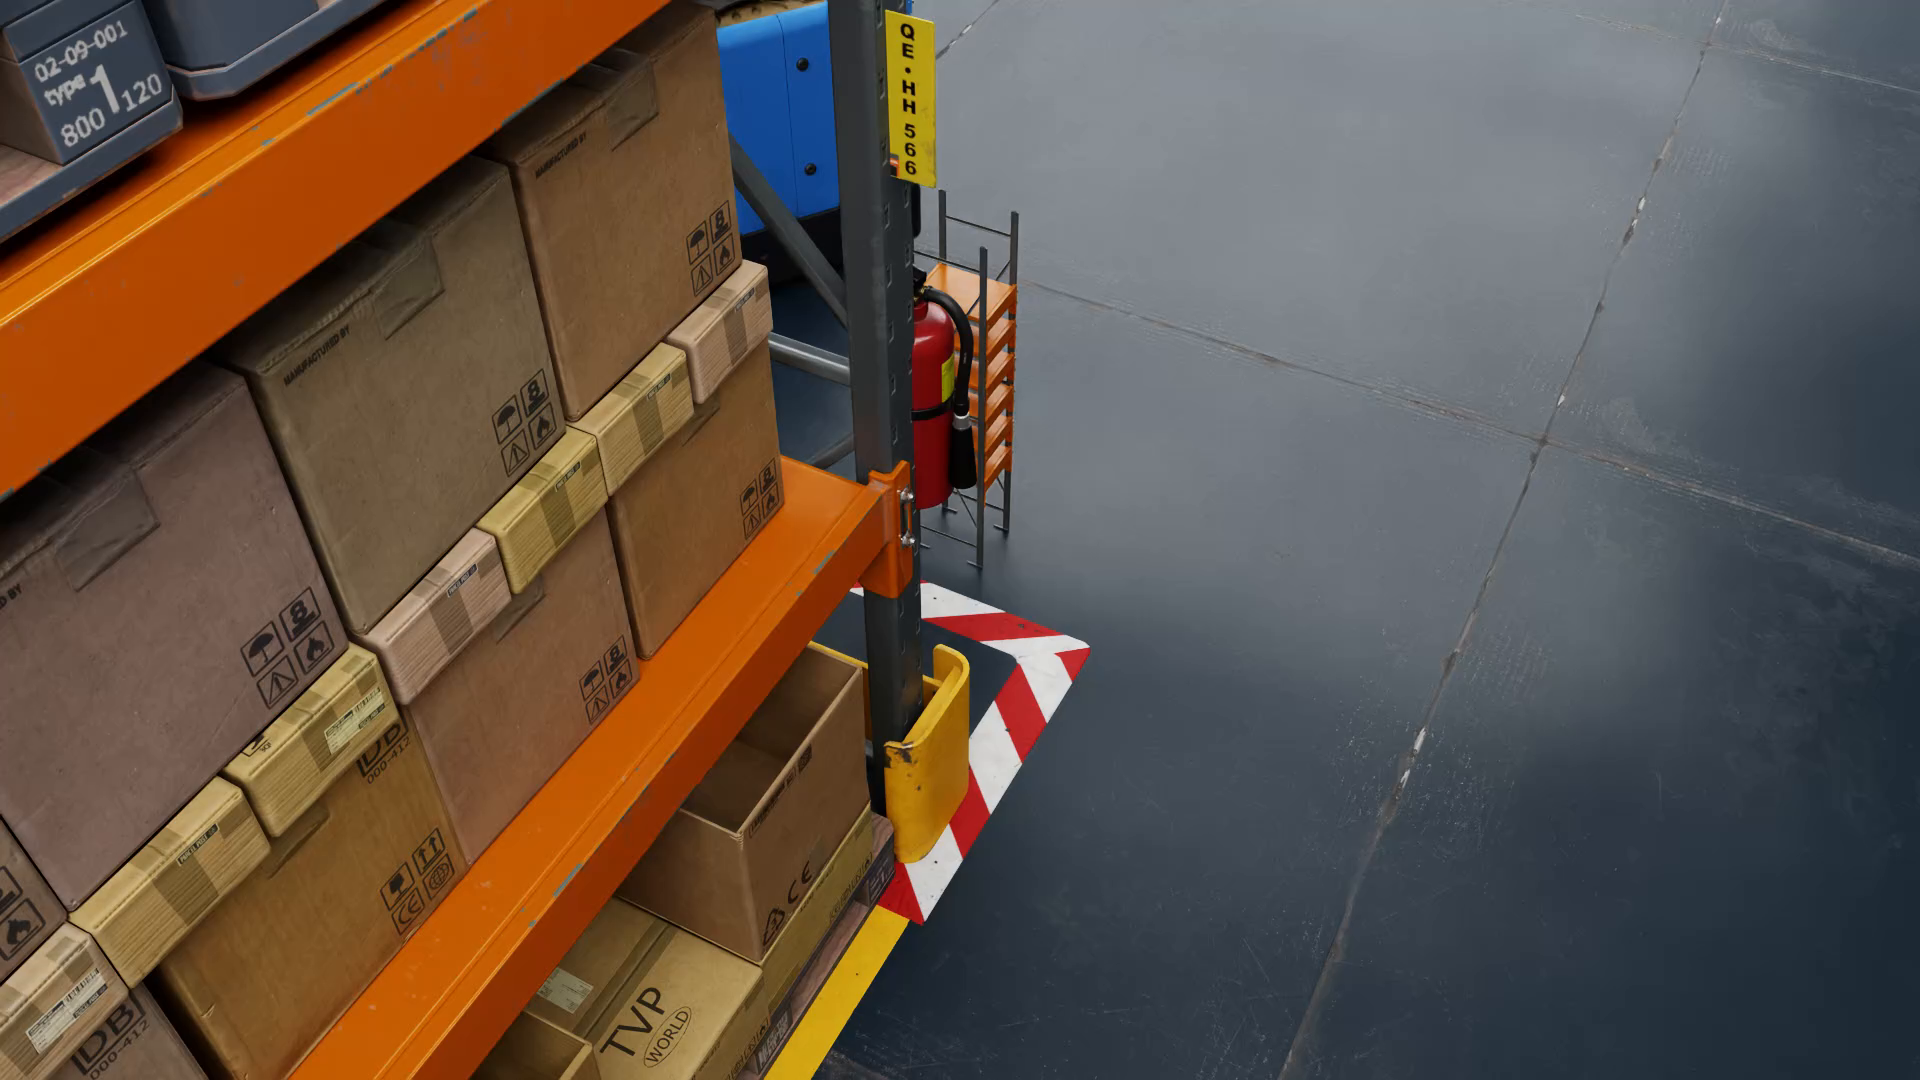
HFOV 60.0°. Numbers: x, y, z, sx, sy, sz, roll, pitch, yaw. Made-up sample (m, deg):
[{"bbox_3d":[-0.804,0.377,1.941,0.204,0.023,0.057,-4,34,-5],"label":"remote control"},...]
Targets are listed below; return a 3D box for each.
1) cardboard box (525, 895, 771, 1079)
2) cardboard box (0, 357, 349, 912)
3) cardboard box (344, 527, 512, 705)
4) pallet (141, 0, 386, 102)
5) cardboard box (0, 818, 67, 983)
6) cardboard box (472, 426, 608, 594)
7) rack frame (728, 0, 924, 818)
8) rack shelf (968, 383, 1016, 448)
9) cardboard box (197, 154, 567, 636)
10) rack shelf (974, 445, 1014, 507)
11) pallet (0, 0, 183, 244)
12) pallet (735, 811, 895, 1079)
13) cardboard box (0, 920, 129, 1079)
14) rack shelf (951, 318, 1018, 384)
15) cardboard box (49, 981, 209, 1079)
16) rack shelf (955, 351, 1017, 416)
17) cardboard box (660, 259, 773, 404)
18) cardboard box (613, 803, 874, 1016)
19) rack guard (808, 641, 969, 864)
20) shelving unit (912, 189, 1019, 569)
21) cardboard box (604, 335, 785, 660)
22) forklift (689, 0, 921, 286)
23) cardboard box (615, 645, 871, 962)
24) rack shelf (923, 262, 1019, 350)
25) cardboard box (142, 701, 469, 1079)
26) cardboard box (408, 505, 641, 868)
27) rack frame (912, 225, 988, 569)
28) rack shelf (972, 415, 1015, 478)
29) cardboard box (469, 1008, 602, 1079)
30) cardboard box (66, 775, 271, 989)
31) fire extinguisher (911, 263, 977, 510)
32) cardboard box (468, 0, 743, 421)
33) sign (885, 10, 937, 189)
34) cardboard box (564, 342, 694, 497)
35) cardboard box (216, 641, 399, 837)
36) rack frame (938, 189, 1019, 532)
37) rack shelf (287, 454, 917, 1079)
[{"bbox_3d":[-0.771,1.106,3.686,0.500,0.250,0.500,20,49,19],"label":"cardboard box"},{"bbox_3d":[-1.287,0.016,2.143,0.700,0.500,0.500,21,49,19],"label":"cardboard box"},{"bbox_3d":[-0.928,0.058,2.558,0.380,0.149,0.250,21,49,20],"label":"cardboard box"},{"bbox_3d":[-0.913,-1.054,2.135,1.003,0.211,1.213,20,49,19],"label":"pallet"},{"bbox_3d":[-1.520,0.331,1.831,0.700,0.500,0.500,20,49,19],"label":"cardboard box"},{"bbox_3d":[-0.809,-0.100,2.714,0.380,0.149,0.250,20,49,18],"label":"cardboard box"},{"bbox_3d":[-0.562,-0.467,3.603,1.000,3.000,0.127,20,49,19],"label":"rack frame"},{"bbox_3d":[0.007,-0.400,4.864,0.258,0.103,0.180,20,49,19],"label":"rack shelf"},{"bbox_3d":[-1.054,-0.302,2.457,0.700,0.500,0.500,19,48,18],"label":"cardboard box"},{"bbox_3d":[0.007,-0.231,5.035,0.258,0.103,0.180,20,49,19],"label":"rack shelf"},{"bbox_3d":[-1.478,-0.282,1.373,1.003,0.211,1.213,20,49,19],"label":"pallet"},{"bbox_3d":[-0.880,1.009,4.105,1.003,0.211,1.213,20,49,19],"label":"pallet"},{"bbox_3d":[-1.289,0.551,2.070,0.380,0.149,0.250,20,49,19],"label":"cardboard box"},{"bbox_3d":[0.007,-0.568,4.693,0.258,0.103,0.180,20,49,19],"label":"rack shelf"},{"bbox_3d":[-1.506,0.764,2.316,0.700,0.500,0.500,22,49,20],"label":"cardboard box"},{"bbox_3d":[0.007,-0.484,4.779,0.258,0.103,0.180,20,49,19],"label":"rack shelf"},{"bbox_3d":[-0.571,-0.427,3.036,0.380,0.149,0.250,20,49,18],"label":"cardboard box"},{"bbox_3d":[-0.549,0.787,4.001,0.500,0.250,0.500,20,49,19],"label":"cardboard box"},{"bbox_3d":[-0.551,0.396,4.507,1.175,0.500,0.348,20,49,19],"label":"rack guard"},{"bbox_3d":[0.007,-0.431,4.832,0.258,1.200,0.189,20,49,19],"label":"shelving unit"},{"bbox_3d":[-0.790,-0.212,3.281,0.700,0.500,0.500,20,49,19],"label":"cardboard box"},{"bbox_3d":[-1.287,-2.903,6.058,1.130,2.935,3.031,-21,49,-19],"label":"forklift"},{"bbox_3d":[-0.547,0.524,3.734,0.500,0.500,0.500,20,49,19],"label":"cardboard box"},{"bbox_3d":[0.007,-0.653,4.608,0.258,0.103,0.180,20,49,19],"label":"rack shelf"},{"bbox_3d":[-1.265,0.431,2.645,0.700,0.500,0.500,21,49,19],"label":"cardboard box"},{"bbox_3d":[-1.029,0.120,2.952,0.700,0.500,0.500,22,49,20],"label":"cardboard box"},{"bbox_3d":[-0.036,-0.373,4.775,0.240,1.200,0.006,20,49,19],"label":"rack frame"},{"bbox_3d":[0.007,-0.315,4.949,0.258,0.103,0.180,20,49,19],"label":"rack shelf"},{"bbox_3d":[-0.998,1.159,3.106,0.500,0.500,0.500,20,49,19],"label":"cardboard box"},{"bbox_3d":[-1.170,0.390,2.230,0.380,0.149,0.250,22,49,20],"label":"cardboard box"},{"bbox_3d":[-0.096,-0.361,3.552,0.296,0.674,0.183,20,49,19],"label":"fire extinguisher"},{"bbox_3d":[-0.815,-0.635,2.786,0.700,0.500,0.500,21,49,19],"label":"cardboard box"},{"bbox_3d":[-0.088,-0.769,2.921,0.100,0.325,0.005,20,49,19],"label":"sign"},{"bbox_3d":[-0.691,-0.261,2.873,0.380,0.149,0.250,22,49,20],"label":"cardboard box"},{"bbox_3d":[-1.050,0.223,2.394,0.380,0.149,0.250,22,49,20],"label":"cardboard box"},{"bbox_3d":[0.049,-0.489,4.889,0.240,1.200,0.006,20,49,19],"label":"rack frame"},{"bbox_3d":[-1.490,1.046,2.613,1.077,0.370,4.000,20,49,19],"label":"rack shelf"}]
